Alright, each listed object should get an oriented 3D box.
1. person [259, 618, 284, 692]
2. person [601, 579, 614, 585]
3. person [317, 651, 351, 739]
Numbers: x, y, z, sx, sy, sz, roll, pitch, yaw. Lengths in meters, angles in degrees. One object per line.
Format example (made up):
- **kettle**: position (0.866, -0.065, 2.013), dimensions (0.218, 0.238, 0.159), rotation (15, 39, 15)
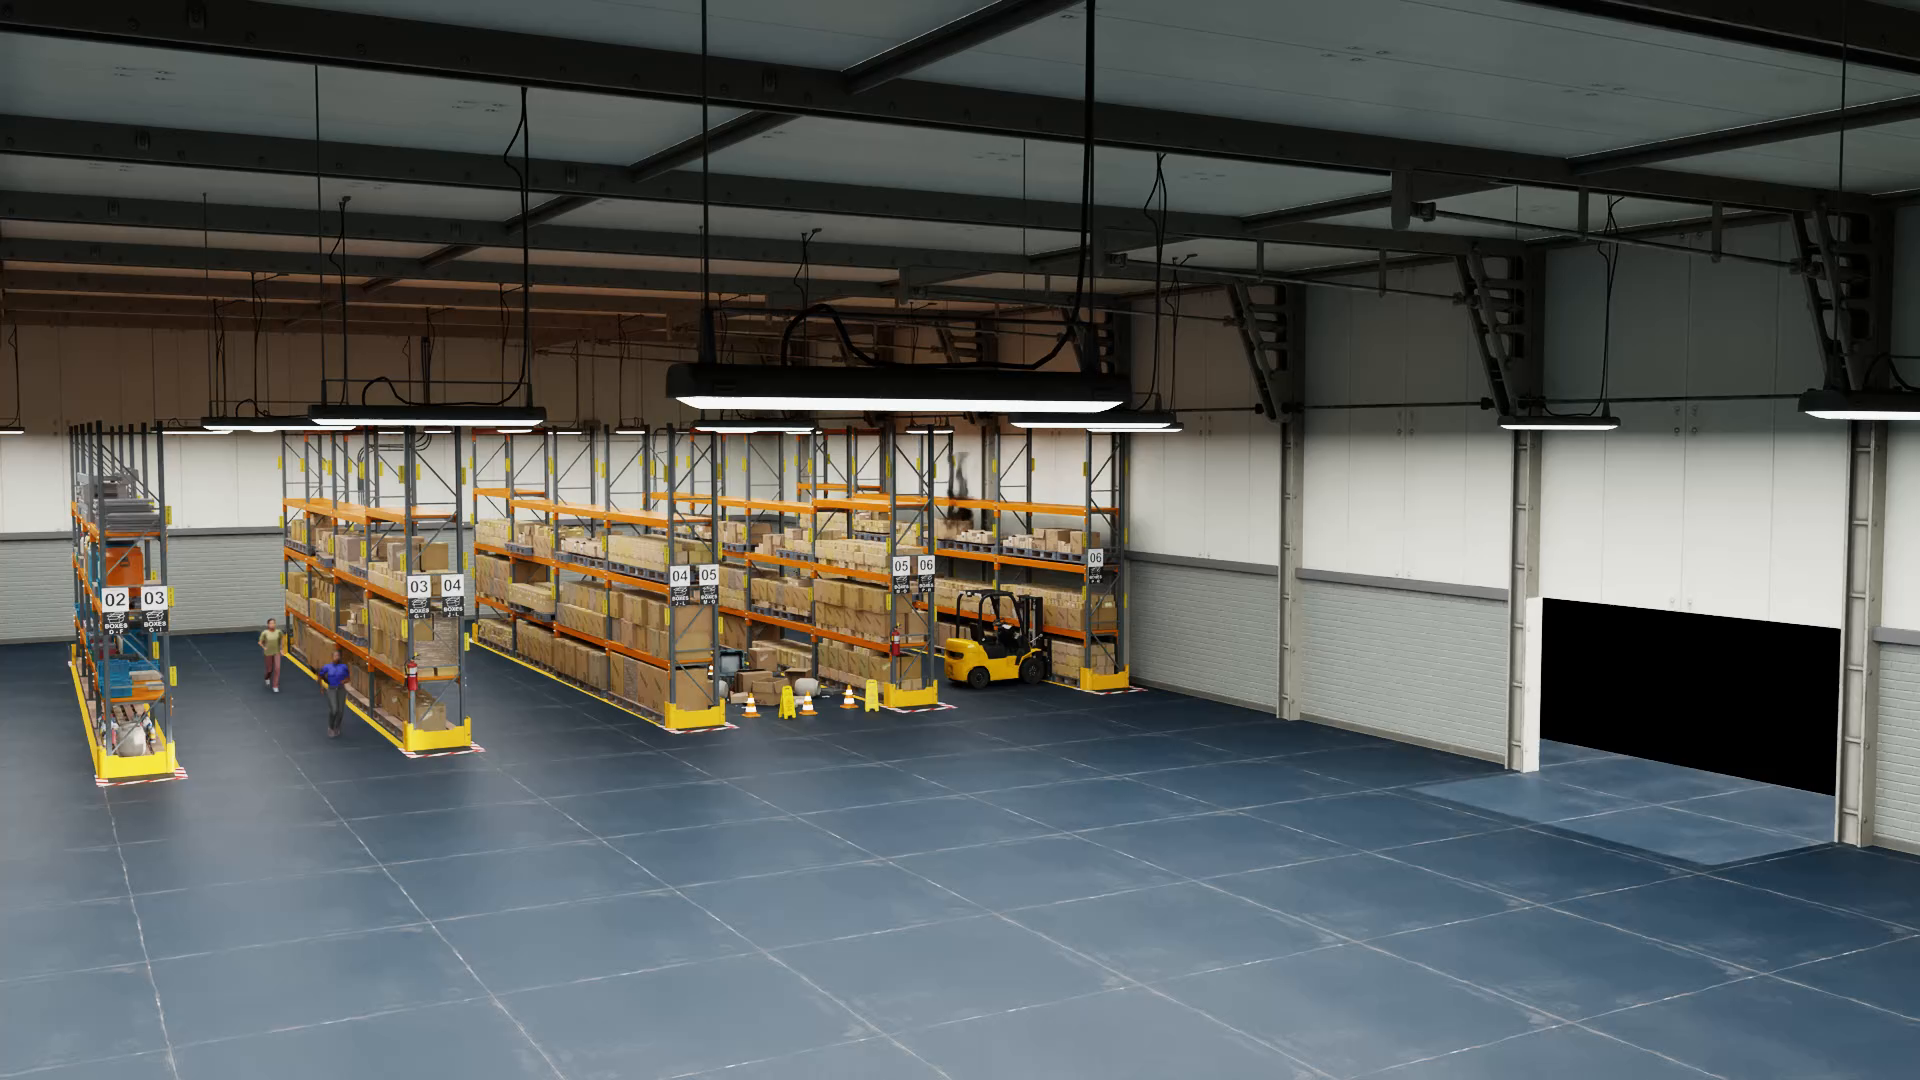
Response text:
- **person**: position (-15.543, 2.581, 37.567), dimensions (0.566, 1.644, 0.875), rotation (-2, 4, -32)
- **person**: position (-10.904, 1.713, 51.527), dimensions (0.588, 1.693, 0.836), rotation (3, 5, 39)
- **person**: position (-11.894, 2.949, 31.693), dimensions (0.547, 1.655, 0.691), rotation (-3, 4, -36)
